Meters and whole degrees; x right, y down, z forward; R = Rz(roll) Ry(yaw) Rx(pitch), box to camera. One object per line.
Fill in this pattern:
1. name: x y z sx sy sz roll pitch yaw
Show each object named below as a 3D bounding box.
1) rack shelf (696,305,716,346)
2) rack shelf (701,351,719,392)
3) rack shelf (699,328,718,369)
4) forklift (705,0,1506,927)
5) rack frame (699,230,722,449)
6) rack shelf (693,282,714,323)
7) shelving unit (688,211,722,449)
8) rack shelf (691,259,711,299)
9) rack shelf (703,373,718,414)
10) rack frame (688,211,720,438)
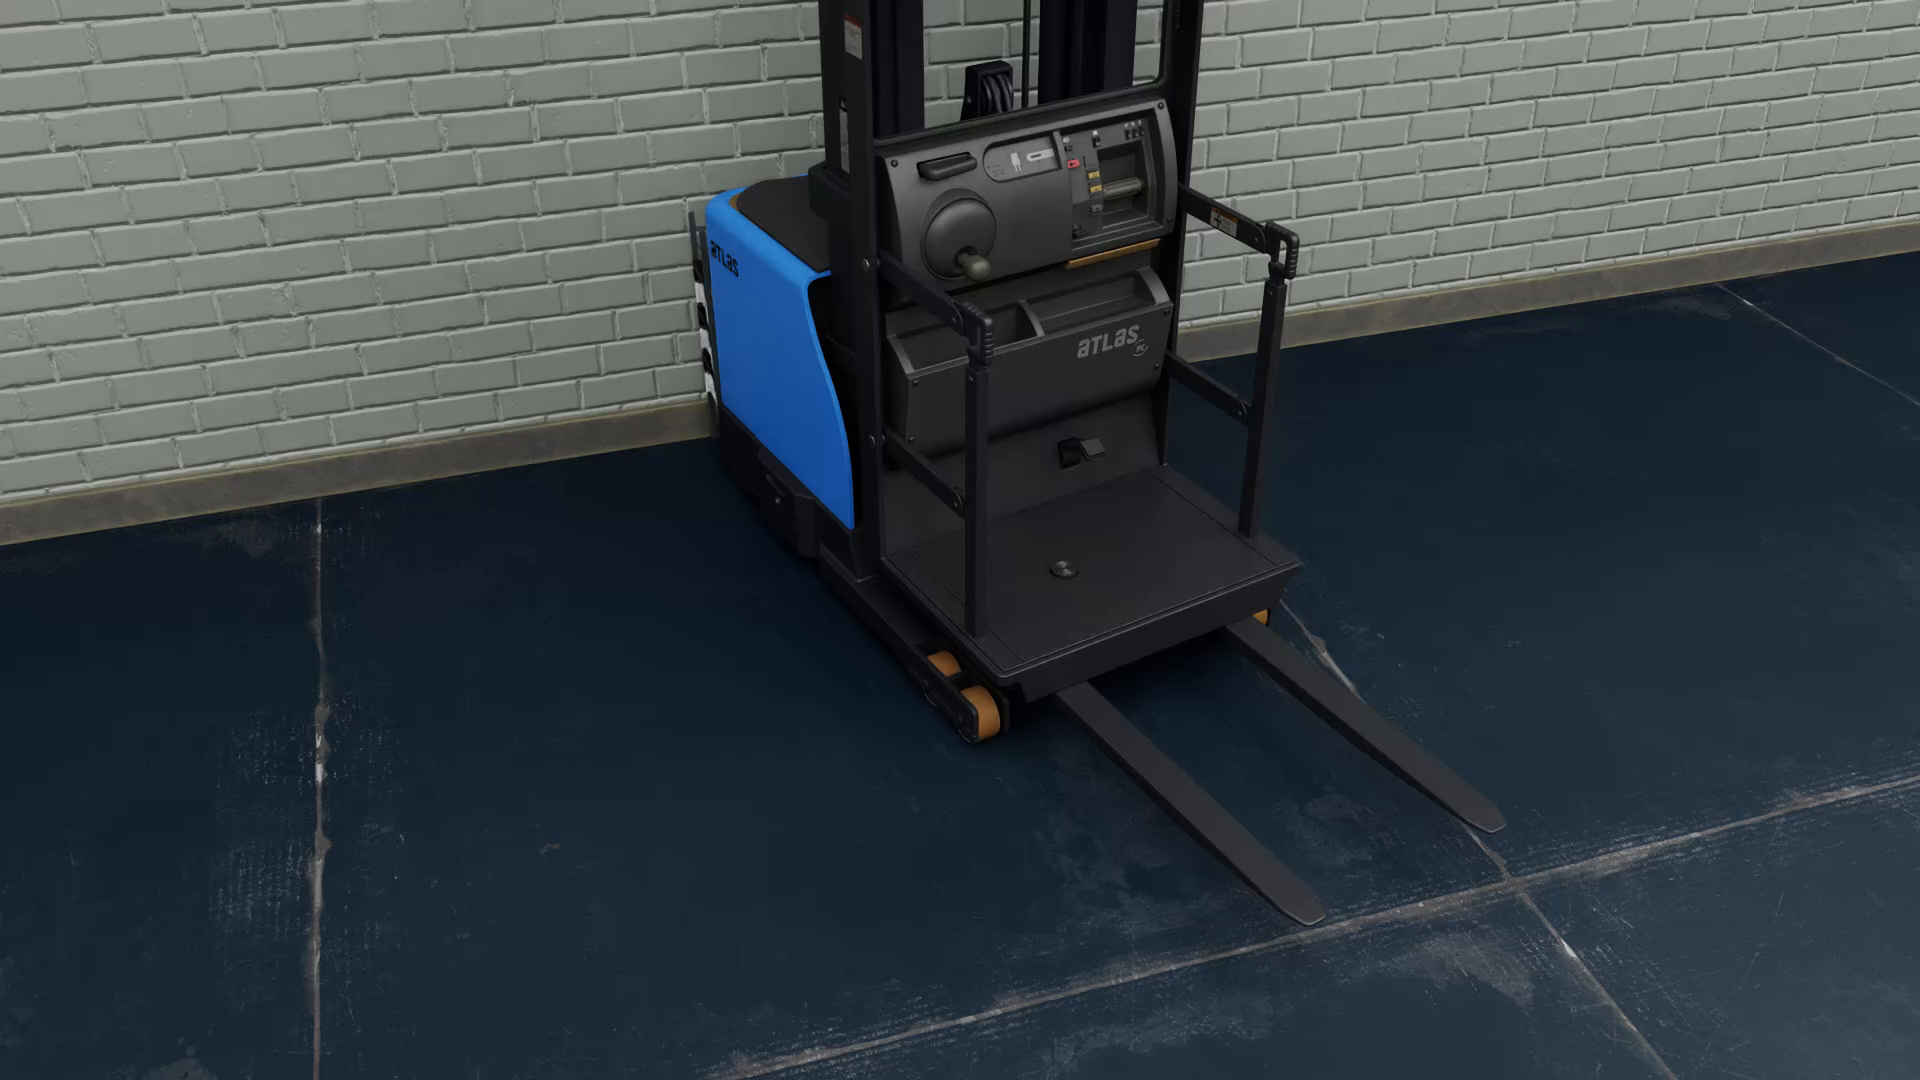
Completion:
1. rack shelf: -0.808 -0.794 6.023 0.258 0.077 0.200 -11 33 -15
2. rack shelf: -0.804 -0.640 6.116 0.258 0.077 0.200 -11 33 -15
3. rack shelf: -0.806 -0.717 6.069 0.258 0.077 0.200 -11 33 -15
4. forklift: 0.327 -0.926 4.493 1.130 2.935 3.031 -19 38 -26
5. rack frame: -0.774 -0.696 5.969 0.240 0.900 0.006 -11 33 -15
6. rack shelf: -0.809 -0.871 5.976 0.258 0.077 0.200 -11 33 -15
7. shelving unit: -0.807 -0.745 6.052 0.258 0.900 0.210 -11 33 -15
8. rack shelf: -0.811 -0.948 5.929 0.258 0.077 0.200 -11 33 -15
9. rack shelf: -0.803 -0.563 6.163 0.258 0.077 0.200 -11 33 -15
10. rack frame: -0.839 -0.795 6.135 0.240 0.900 0.006 -11 33 -15
